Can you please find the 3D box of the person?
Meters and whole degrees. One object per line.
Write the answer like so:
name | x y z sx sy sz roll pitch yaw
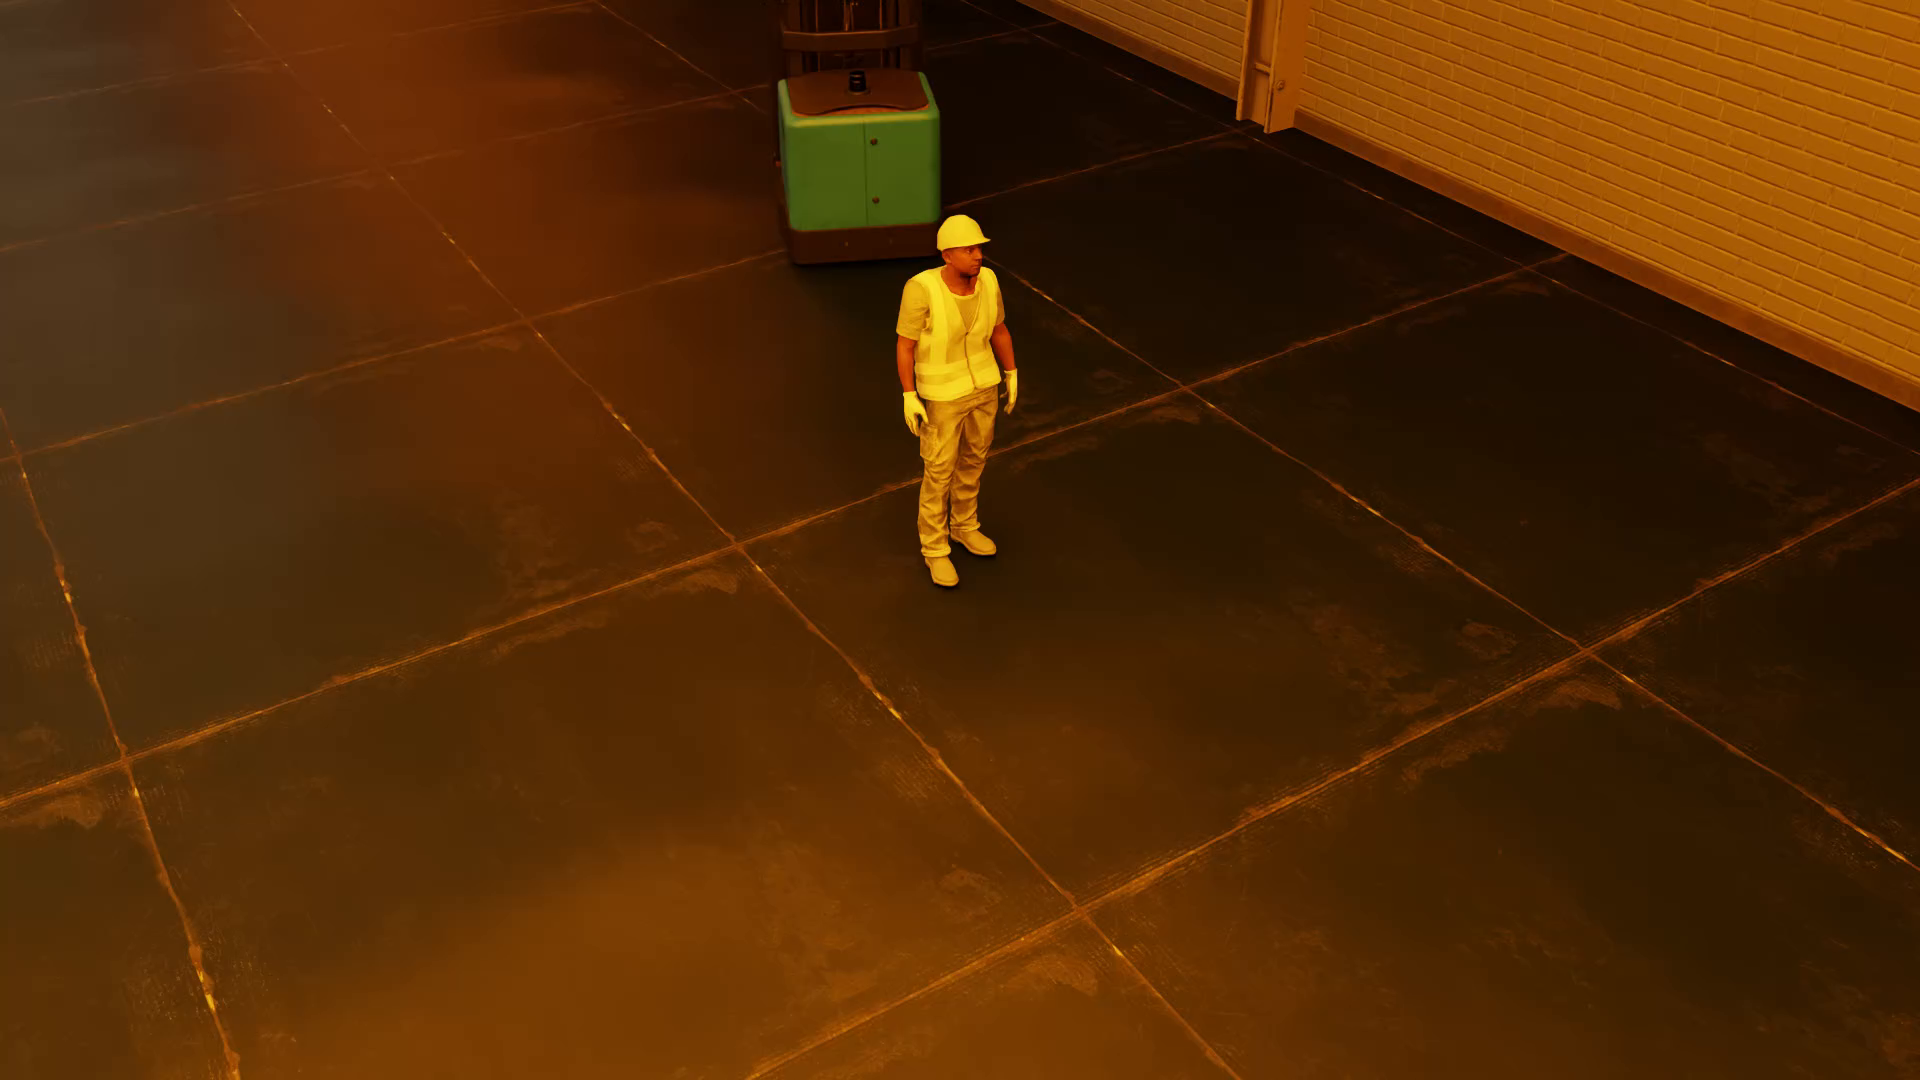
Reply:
person | 0.031 -0.698 8.127 0.656 1.782 0.577 -21 40 -27

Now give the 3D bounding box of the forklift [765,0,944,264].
forklift | -0.843 -3.898 11.696 1.130 2.935 3.031 -5 35 -7
